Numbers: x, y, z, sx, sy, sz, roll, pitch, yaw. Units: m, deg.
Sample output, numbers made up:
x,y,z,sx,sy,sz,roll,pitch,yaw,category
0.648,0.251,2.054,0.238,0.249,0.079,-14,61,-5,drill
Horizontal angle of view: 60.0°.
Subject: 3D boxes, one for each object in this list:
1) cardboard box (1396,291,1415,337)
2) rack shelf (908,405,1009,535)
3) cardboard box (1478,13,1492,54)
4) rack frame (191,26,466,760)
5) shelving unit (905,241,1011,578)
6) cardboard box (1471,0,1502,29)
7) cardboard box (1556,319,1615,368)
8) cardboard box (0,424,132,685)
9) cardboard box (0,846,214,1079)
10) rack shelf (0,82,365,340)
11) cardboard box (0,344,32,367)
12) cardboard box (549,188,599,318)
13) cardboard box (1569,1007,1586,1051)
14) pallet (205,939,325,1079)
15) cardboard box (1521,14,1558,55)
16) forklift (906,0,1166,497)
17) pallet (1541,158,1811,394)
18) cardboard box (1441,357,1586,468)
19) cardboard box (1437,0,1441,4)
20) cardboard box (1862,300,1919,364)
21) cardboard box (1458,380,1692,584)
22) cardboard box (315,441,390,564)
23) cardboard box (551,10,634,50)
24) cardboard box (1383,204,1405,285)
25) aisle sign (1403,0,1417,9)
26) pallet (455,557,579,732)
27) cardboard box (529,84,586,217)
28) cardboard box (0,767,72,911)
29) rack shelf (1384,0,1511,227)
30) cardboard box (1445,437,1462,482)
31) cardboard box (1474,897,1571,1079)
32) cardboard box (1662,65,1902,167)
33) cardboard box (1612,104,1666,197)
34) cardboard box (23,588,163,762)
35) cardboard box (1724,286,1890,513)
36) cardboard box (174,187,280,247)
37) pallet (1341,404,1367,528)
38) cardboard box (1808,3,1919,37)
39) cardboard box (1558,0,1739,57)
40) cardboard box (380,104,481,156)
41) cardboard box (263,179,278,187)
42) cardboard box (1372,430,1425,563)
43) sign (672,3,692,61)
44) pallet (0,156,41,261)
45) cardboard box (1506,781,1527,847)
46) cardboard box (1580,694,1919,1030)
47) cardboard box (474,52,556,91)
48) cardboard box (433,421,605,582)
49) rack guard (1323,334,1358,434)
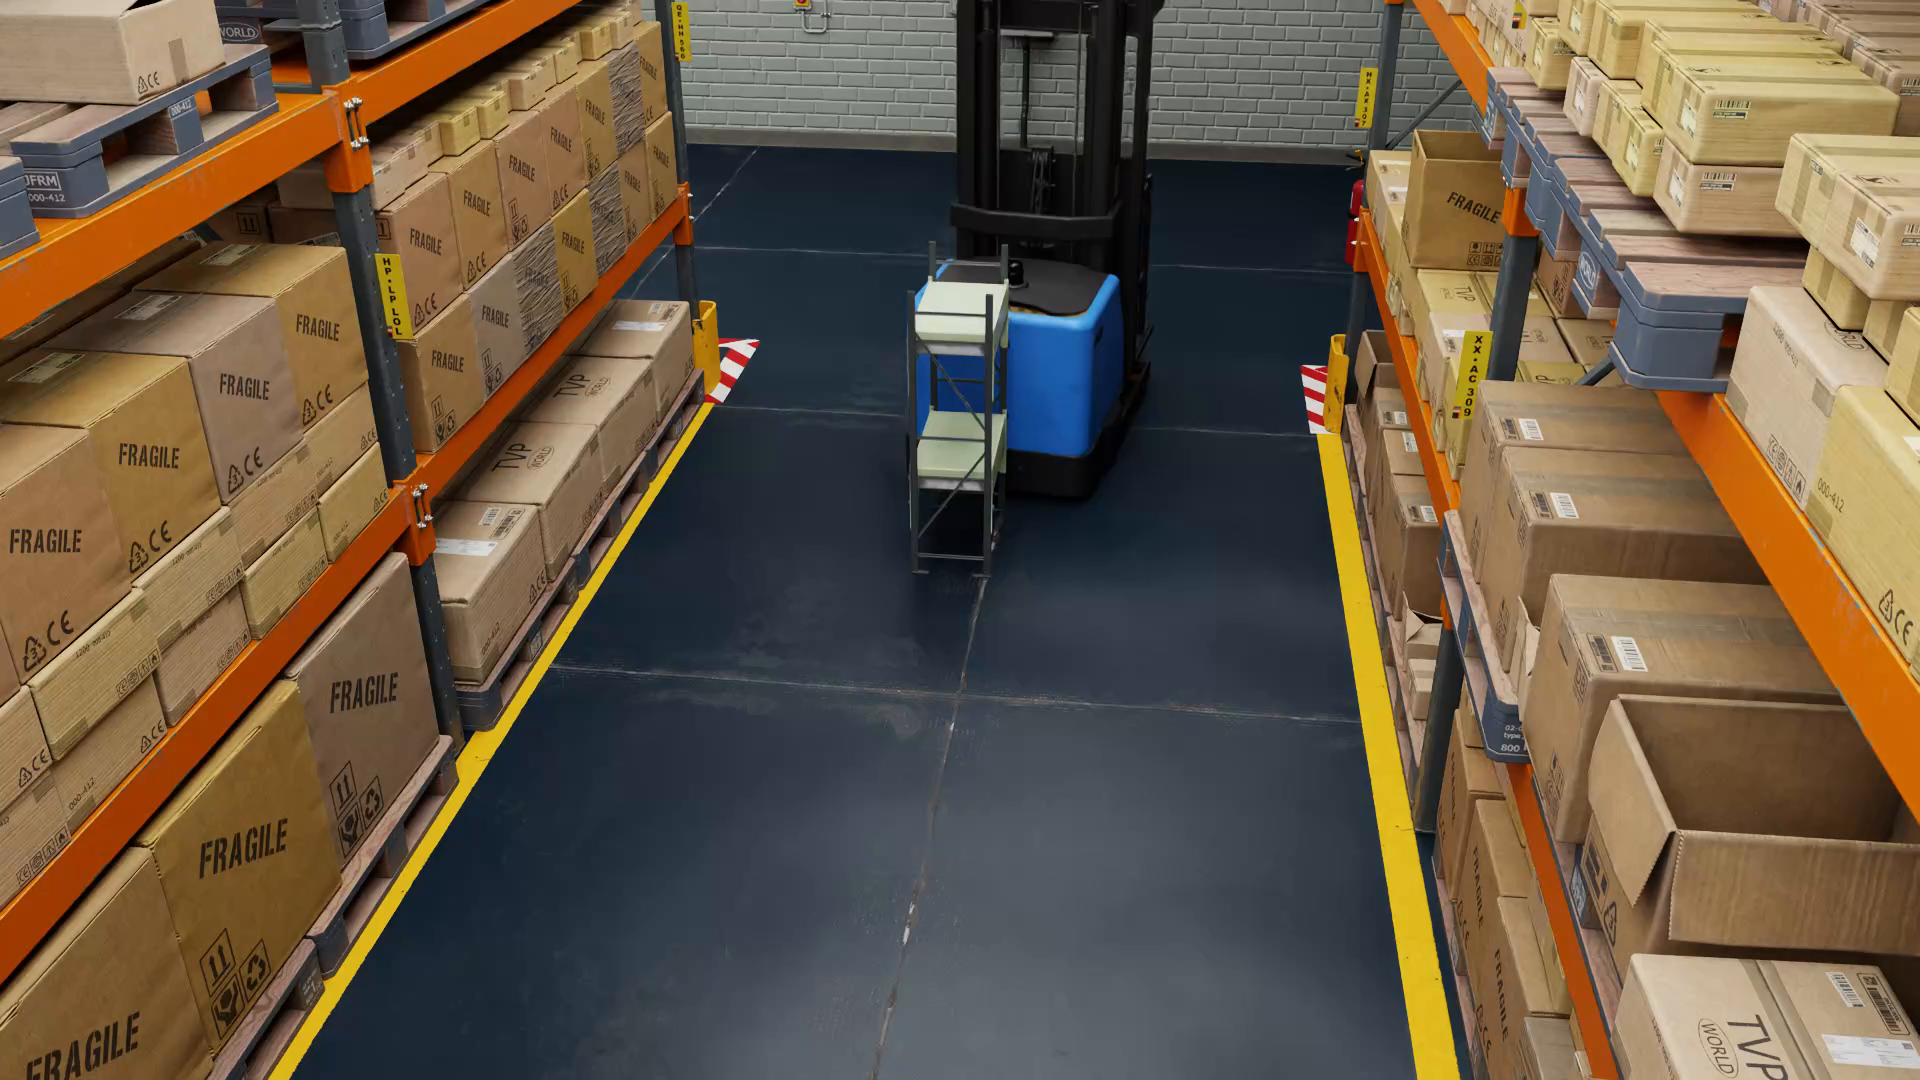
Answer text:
x,y,z,sx,sy,sz,roll,pitch,yaw,category
2.265,-1.062,7.824,0.380,0.149,0.250,4,29,7,cardboard box
-0.001,-0.370,8.543,0.431,0.370,0.720,3,28,6,rack shelf
2.166,-1.910,6.235,0.380,0.149,0.250,3,28,6,cardboard box
-2.620,-0.444,6.412,1.000,3.000,0.127,3,28,6,rack frame
-0.001,-0.657,8.388,0.431,1.500,0.755,3,28,6,shelving unit
2.170,-2.030,6.037,0.500,0.250,0.500,2,28,4,cardboard box
2.690,-0.676,6.687,0.500,0.250,0.500,3,28,6,cardboard box
-2.612,0.023,4.386,0.500,0.500,0.500,4,29,7,cardboard box
-2.830,1.449,4.695,0.875,0.875,0.875,4,29,7,cardboard box
-2.865,-0.507,4.124,1.077,0.370,4.000,3,28,6,rack shelf
-3.058,-0.261,4.912,0.500,0.500,0.500,3,28,5,cardboard box
-2.107,-1.407,8.093,0.500,0.500,0.500,4,29,8,cardboard box
1.896,1.373,4.548,0.380,0.149,0.250,3,29,6,cardboard box
-2.787,1.727,5.322,1.003,0.211,1.213,3,28,6,pallet
1.875,-1.479,4.886,0.380,0.149,0.250,4,29,7,cardboard box
0.584,-2.207,9.756,1.130,2.935,3.031,7,29,14,forklift
2.033,-0.604,3.744,1.213,0.211,1.003,3,28,6,pallet
2.127,-0.476,6.316,0.500,0.250,0.500,4,29,7,cardboard box
2.242,-2.398,7.140,0.380,0.149,0.250,3,29,6,cardboard box
1.797,-0.363,2.836,0.380,0.149,0.250,4,29,7,cardboard box
2.025,-0.172,5.358,0.700,0.500,0.500,4,29,7,cardboard box
-2.425,-0.152,6.028,0.500,0.250,0.500,3,28,5,cardboard box
-1.931,-2.669,8.698,0.380,0.149,0.250,3,28,6,cardboard box
2.353,-1.431,8.088,0.500,0.250,0.500,3,28,5,cardboard box
2.513,-3.234,8.849,0.394,0.787,0.004,3,28,6,aisle sign
-2.450,0.430,7.729,1.003,0.211,1.213,3,28,6,pallet
-2.115,-1.854,7.868,0.500,0.500,0.500,3,28,6,cardboard box
-2.685,0.800,4.261,0.500,0.250,0.500,4,29,8,cardboard box
2.551,-2.103,7.086,1.077,0.370,4.000,3,28,6,rack shelf
2.105,-0.335,6.475,0.380,0.149,0.250,4,29,8,cardboard box
1.903,1.459,5.073,0.500,0.500,0.500,3,28,5,cardboard box
1.704,-0.884,3.468,0.380,0.149,0.250,4,29,6,cardboard box
1.712,-0.879,3.773,0.380,0.149,0.250,4,29,7,cardboard box
-2.590,0.345,4.577,0.500,0.250,0.500,4,29,7,cardboard box
1.760,-0.257,3.060,0.500,0.250,0.500,3,28,6,cardboard box
-2.837,-1.167,6.593,0.500,0.500,0.500,3,28,6,cardboard box
2.690,-0.401,9.273,1.003,0.211,1.213,3,28,6,pallet
2.313,-1.216,4.086,0.380,0.149,0.250,4,29,8,cardboard box
1.799,-1.366,4.362,0.380,0.149,0.250,3,28,5,cardboard box
-2.228,-1.705,6.909,0.380,0.149,0.250,3,28,6,cardboard box
-2.758,-1.495,6.519,0.380,0.149,0.250,4,29,7,cardboard box
2.320,-0.199,8.150,0.500,0.500,0.500,4,29,7,cardboard box
-1.593,-2.903,9.505,0.100,0.325,0.005,3,28,6,sign
-2.950,-0.631,3.796,1.003,0.211,1.213,5,29,9,pallet
2.021,0.882,5.459,0.380,0.149,0.250,2,28,4,cardboard box
1.833,0.716,3.707,0.797,0.503,0.637,3,28,5,cardboard box
-2.128,-2.190,7.809,0.380,0.149,0.250,4,29,8,cardboard box
-2.328,-0.212,8.239,0.875,0.438,0.875,3,28,5,cardboard box
2.787,-0.904,9.901,1.175,0.500,0.348,3,28,6,rack guard
